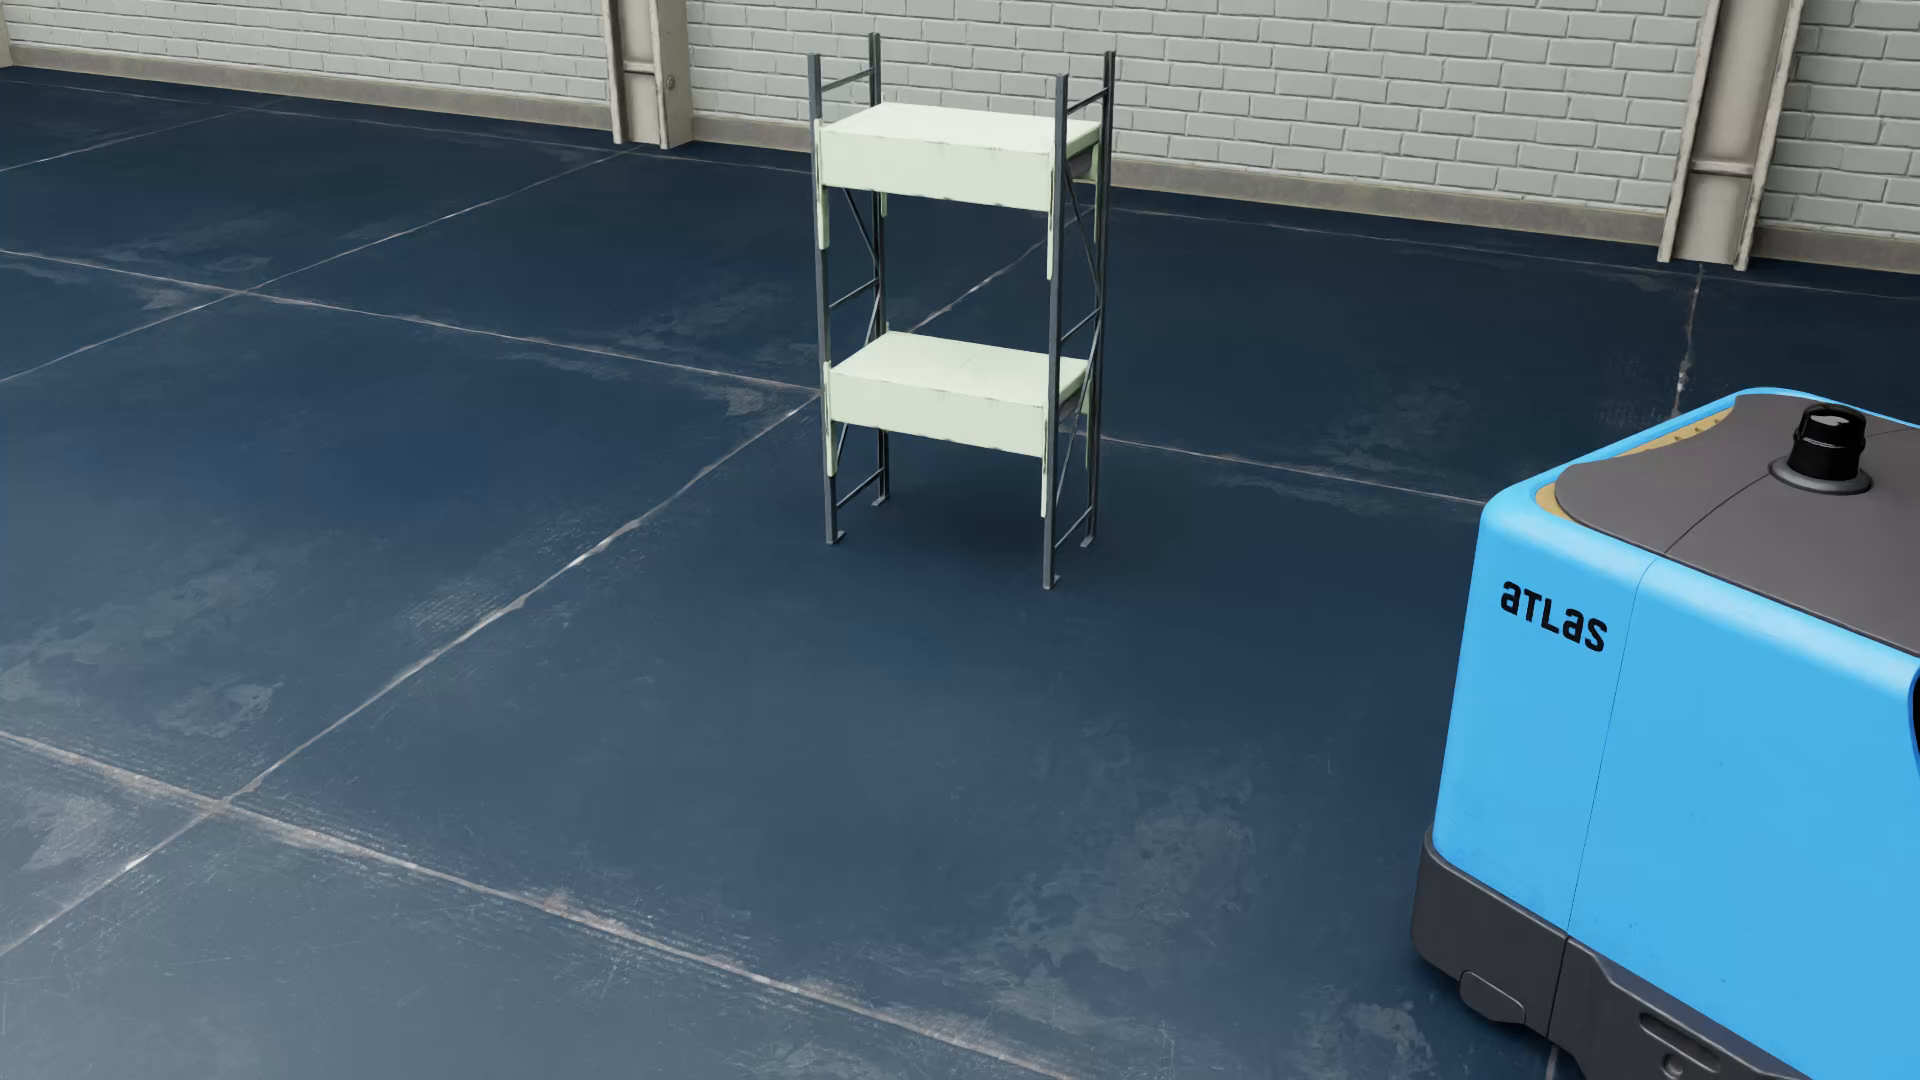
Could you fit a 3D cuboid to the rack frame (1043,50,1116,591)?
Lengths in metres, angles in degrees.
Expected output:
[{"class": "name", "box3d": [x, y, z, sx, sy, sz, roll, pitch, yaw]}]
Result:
[{"class": "rack frame", "box3d": [0.339, -0.605, 4.780, 0.023, 1.500, 0.400, 11, 28, 22]}]

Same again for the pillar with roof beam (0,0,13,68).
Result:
[{"class": "pillar with roof beam", "box3d": [-9.125, -5.861, 6.967, 0.400, 9.000, 9.100, 11, 28, 22]}]

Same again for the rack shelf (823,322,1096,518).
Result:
[{"class": "rack shelf", "box3d": [0.006, -0.379, 5.060, 0.720, 0.370, 0.431, 11, 28, 22]}]

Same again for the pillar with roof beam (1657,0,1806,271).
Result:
[{"class": "pillar with roof beam", "box3d": [1.799, -3.667, 2.510, 0.400, 9.000, 9.100, 11, 28, 22]}]

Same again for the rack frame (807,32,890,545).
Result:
[{"class": "rack frame", "box3d": [-0.327, -0.739, 5.052, 0.023, 1.500, 0.400, 11, 28, 22]}]

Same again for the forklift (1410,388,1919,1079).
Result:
[{"class": "forklift", "box3d": [2.225, -0.048, 2.029, 1.130, 2.935, 3.031, -19, 32, -33]}]

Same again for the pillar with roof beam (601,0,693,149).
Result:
[{"class": "pillar with roof beam", "box3d": [-3.663, -4.764, 4.738, 0.400, 9.000, 9.100, 11, 28, 22]}]

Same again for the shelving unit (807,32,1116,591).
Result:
[{"class": "shelving unit", "box3d": [0.006, -0.672, 4.916, 0.755, 1.500, 0.431, 11, 28, 22]}]

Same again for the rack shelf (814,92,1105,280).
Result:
[{"class": "rack shelf", "box3d": [0.006, -1.022, 4.744, 0.720, 0.370, 0.431, 11, 28, 22]}]
